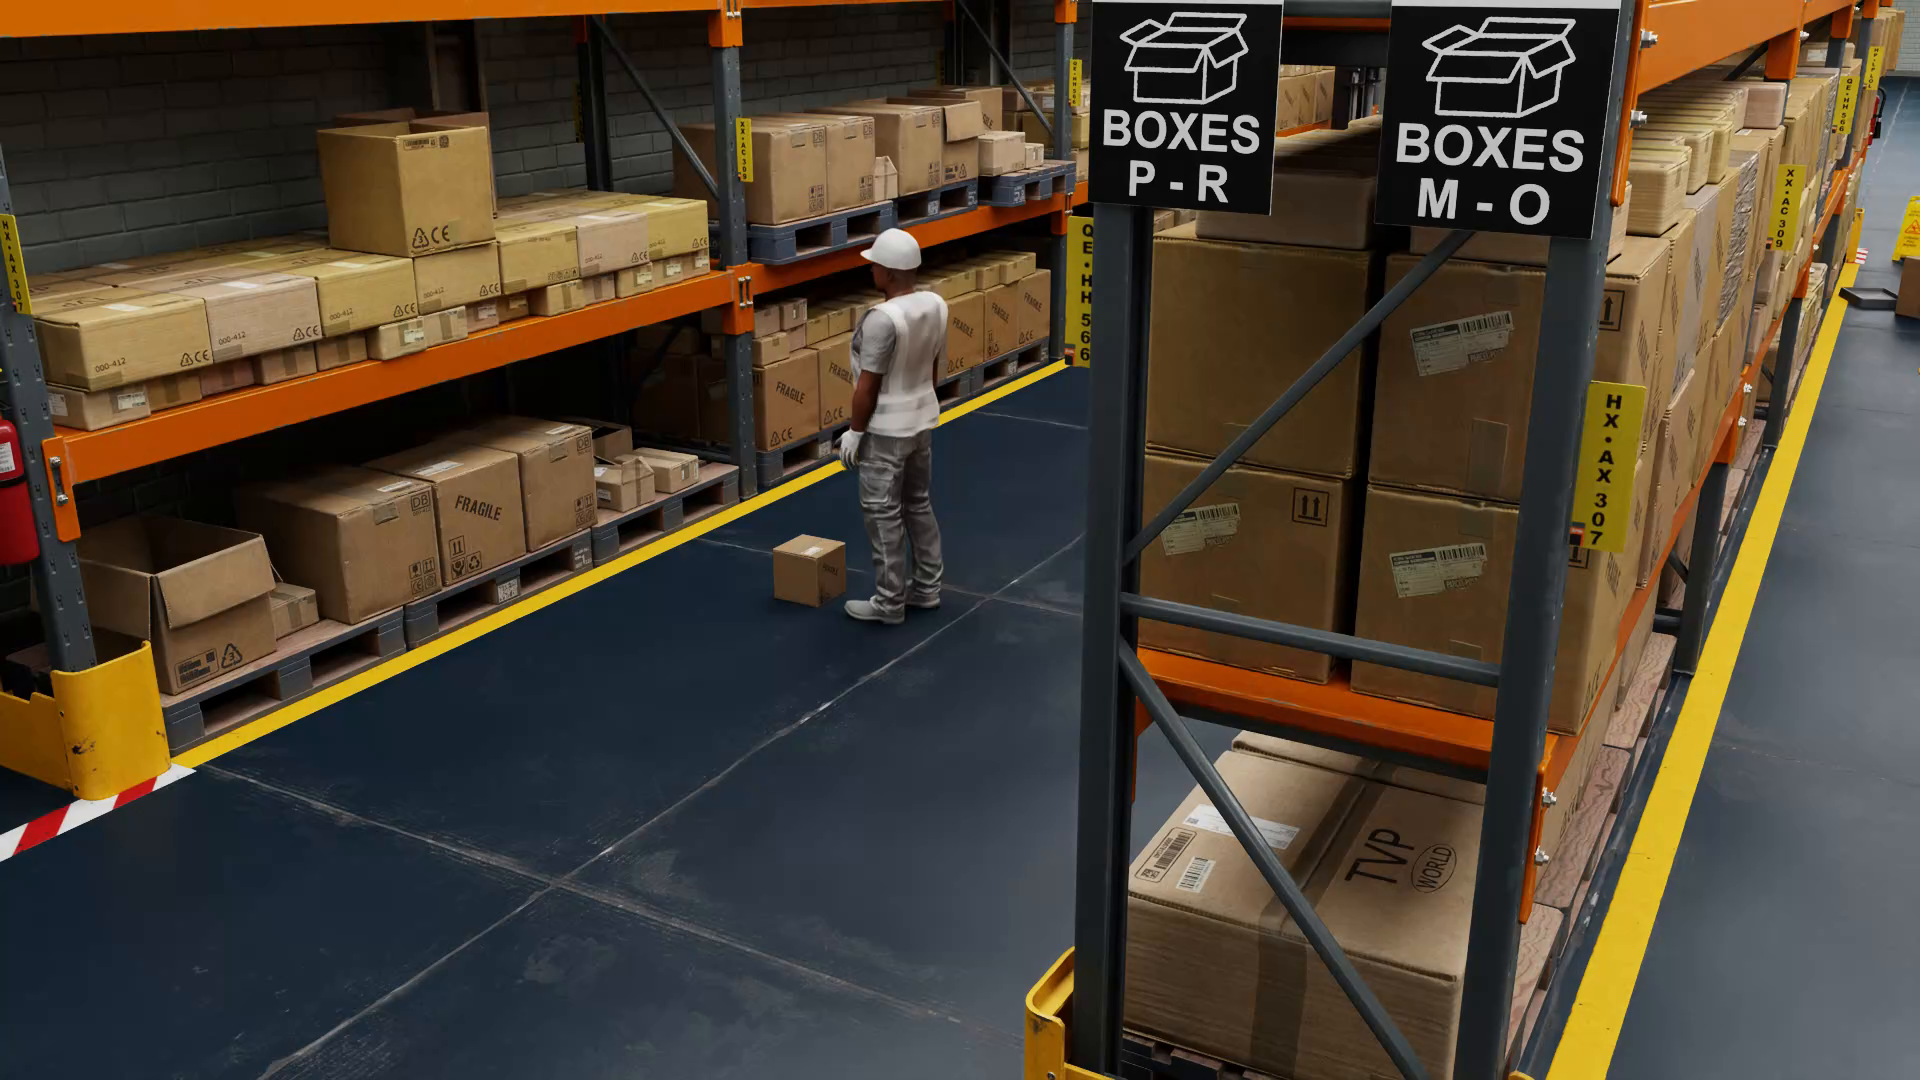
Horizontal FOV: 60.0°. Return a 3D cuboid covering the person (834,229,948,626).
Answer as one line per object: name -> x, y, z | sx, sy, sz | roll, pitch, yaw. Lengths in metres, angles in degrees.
person -> -0.310, -0.489, 7.470 | 0.393, 1.812, 0.553 | 11, 22, 29
